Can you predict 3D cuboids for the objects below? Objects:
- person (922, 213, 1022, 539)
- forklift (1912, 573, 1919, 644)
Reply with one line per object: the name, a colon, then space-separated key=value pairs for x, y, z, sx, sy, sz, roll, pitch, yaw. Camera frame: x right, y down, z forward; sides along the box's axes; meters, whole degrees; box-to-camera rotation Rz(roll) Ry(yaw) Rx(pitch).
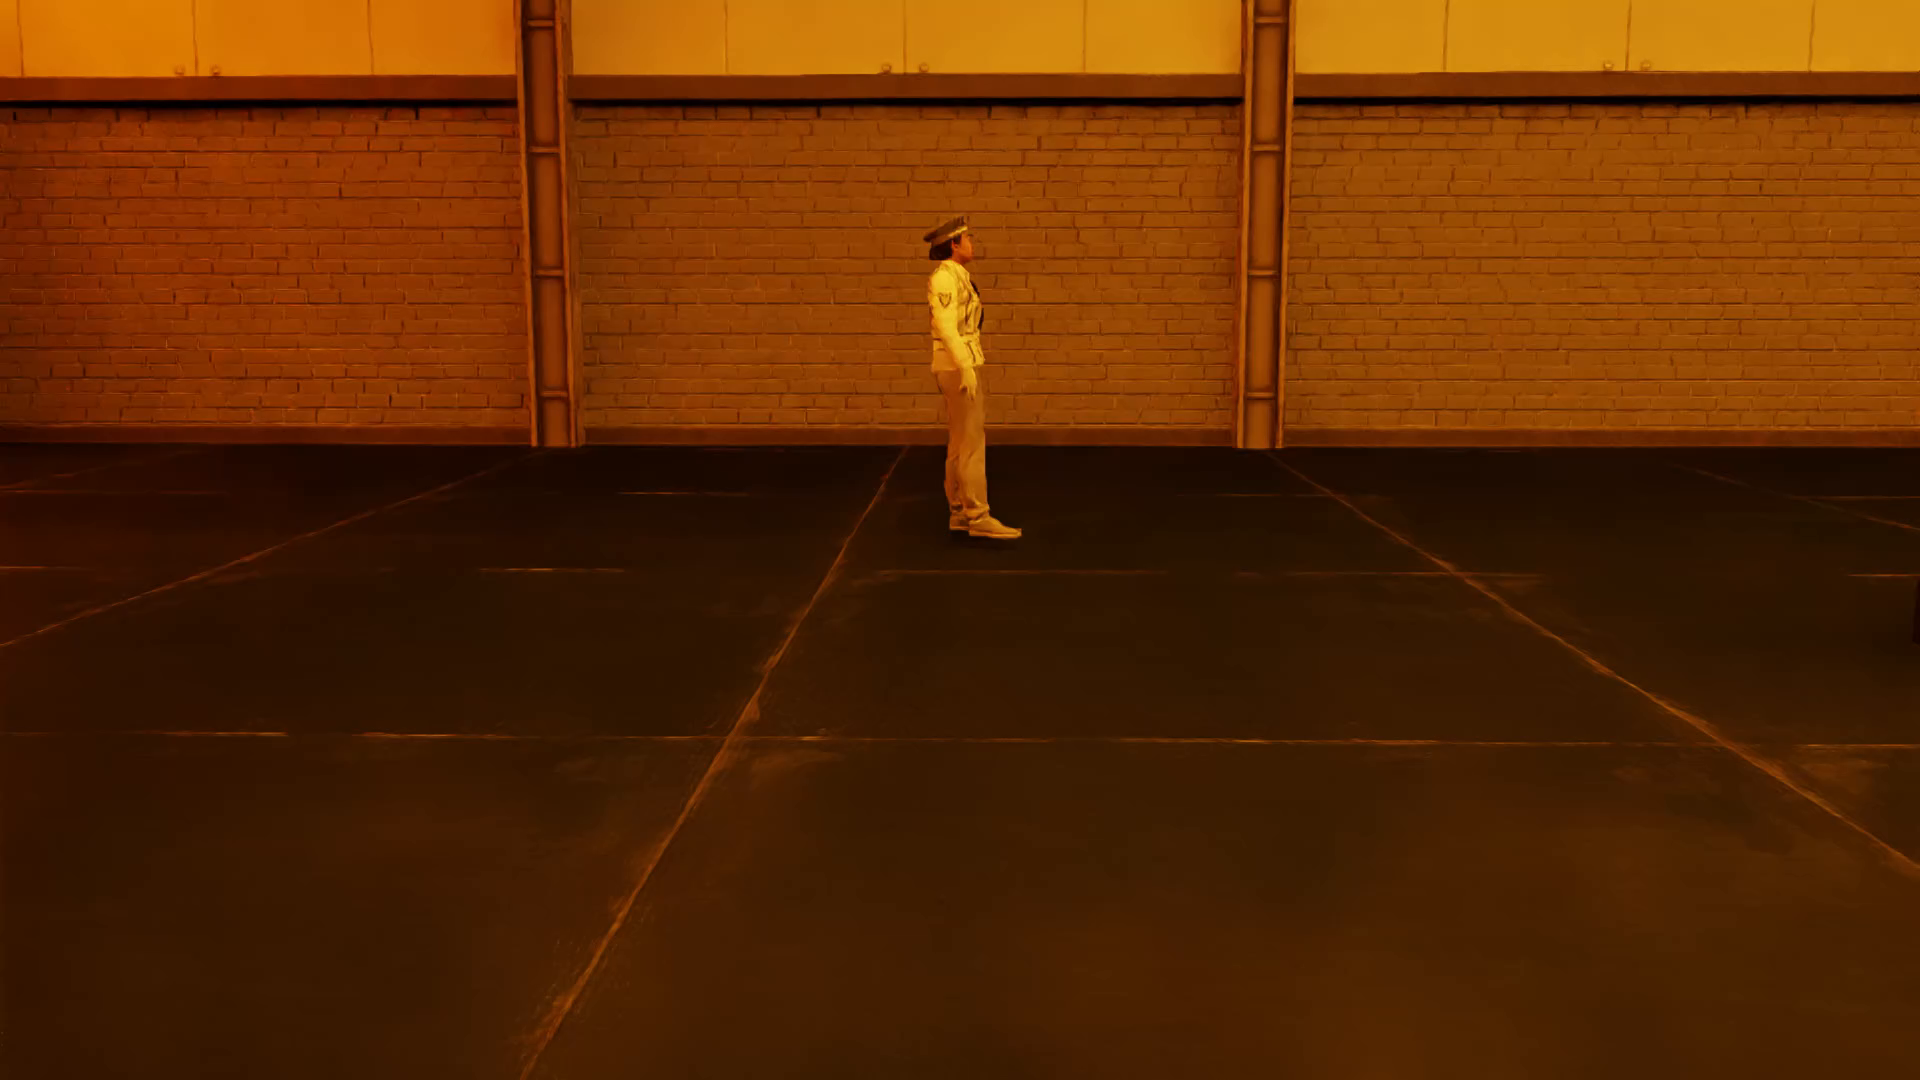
person: x=0.067 y=-0.883 z=8.858 sx=0.534 sy=1.695 sz=0.586 roll=0 pitch=9 yaw=1
forklift: x=5.001 y=-0.939 z=5.438 sx=3.031 sy=2.935 sz=1.130 roll=6 pitch=10 yaw=32
